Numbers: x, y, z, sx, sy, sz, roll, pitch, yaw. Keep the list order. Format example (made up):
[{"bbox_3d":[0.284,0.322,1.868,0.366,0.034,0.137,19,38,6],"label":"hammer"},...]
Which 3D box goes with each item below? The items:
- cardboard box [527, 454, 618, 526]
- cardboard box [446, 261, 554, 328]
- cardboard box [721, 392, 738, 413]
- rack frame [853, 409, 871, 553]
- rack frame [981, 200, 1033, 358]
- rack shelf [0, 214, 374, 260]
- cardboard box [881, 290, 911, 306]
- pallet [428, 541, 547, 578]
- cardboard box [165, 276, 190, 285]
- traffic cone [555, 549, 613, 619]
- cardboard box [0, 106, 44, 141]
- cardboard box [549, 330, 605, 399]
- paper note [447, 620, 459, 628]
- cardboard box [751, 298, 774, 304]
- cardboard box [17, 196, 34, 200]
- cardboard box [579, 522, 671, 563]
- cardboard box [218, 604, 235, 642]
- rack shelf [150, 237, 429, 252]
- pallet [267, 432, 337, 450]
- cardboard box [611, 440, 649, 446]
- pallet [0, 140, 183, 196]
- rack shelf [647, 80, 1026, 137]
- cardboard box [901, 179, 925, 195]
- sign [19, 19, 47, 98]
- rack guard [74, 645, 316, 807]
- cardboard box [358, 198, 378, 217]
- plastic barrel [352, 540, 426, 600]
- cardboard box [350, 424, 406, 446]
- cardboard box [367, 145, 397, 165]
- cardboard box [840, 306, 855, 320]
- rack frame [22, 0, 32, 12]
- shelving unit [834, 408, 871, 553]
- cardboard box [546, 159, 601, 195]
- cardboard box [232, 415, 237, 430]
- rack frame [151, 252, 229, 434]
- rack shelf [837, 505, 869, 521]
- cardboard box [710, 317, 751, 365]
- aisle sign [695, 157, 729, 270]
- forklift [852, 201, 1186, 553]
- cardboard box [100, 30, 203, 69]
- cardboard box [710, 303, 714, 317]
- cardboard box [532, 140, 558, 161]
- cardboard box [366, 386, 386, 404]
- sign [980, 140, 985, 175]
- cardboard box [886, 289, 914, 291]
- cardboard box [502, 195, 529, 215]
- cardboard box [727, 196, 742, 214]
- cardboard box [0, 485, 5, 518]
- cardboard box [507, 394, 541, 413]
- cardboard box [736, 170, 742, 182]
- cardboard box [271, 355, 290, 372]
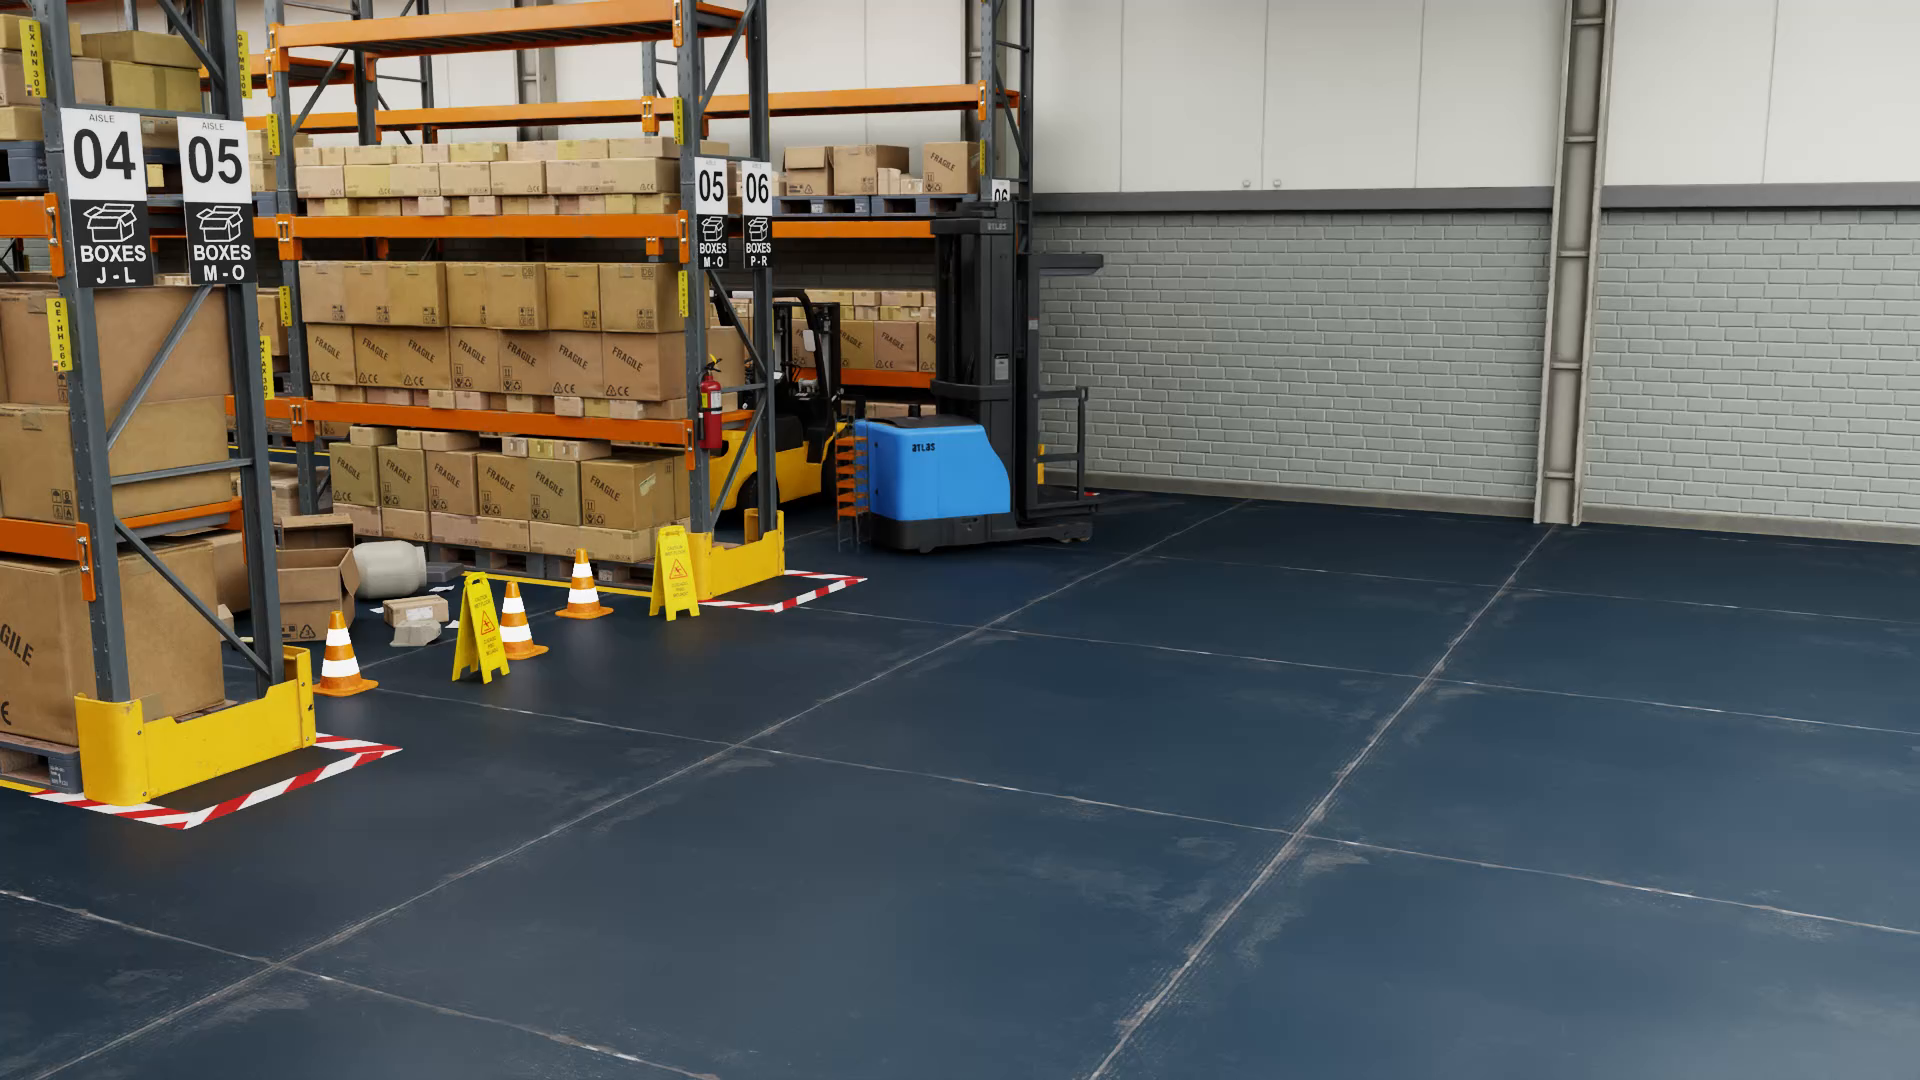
[{"bbox_3d":[-3.023,-0.412,13.018,0.500,0.500,0.500,6,12,28],"label":"cardboard box"},{"bbox_3d":[-3.613,-1.946,13.137,0.500,0.500,0.700,5,11,25],"label":"cardboard box"},{"bbox_3d":[-1.932,-1.063,12.887,0.250,0.149,0.380,5,11,26],"label":"cardboard box"},{"bbox_3d":[-0.828,-0.499,14.096,0.006,1.200,0.240,4,12,25],"label":"rack frame"},{"bbox_3d":[0.474,-1.920,16.916,0.127,3.000,1.000,5,11,26],"label":"rack frame"},{"bbox_3d":[-7.100,-2.722,14.943,4.000,0.370,1.077,5,11,26],"label":"rack shelf"},{"bbox_3d":[-0.613,-2.492,17.137,0.250,0.149,0.380,5,11,26],"label":"cardboard box"},{"bbox_3d":[-3.590,0.073,13.733,1.213,0.211,1.003,5,11,26],"label":"pallet"},{"bbox_3d":[-6.701,-2.234,14.534,0.250,0.149,0.380,4,11,23],"label":"cardboard box"},{"bbox_3d":[-2.676,0.294,11.809,0.334,0.463,0.336,5,11,26],"label":"traffic cone"},{"bbox_3d":[-4.267,-1.909,7.676,0.250,0.149,0.380,5,11,26],"label":"cardboard box"},{"bbox_3d":[-2.775,-1.361,12.714,0.500,0.500,0.500,5,11,26],"label":"cardboard box"},{"bbox_3d":[-3.448,0.578,11.453,0.142,0.019,0.148,1,10,6],"label":"paper note"},{"bbox_3d":[-2.022,-2.600,17.734,0.250,0.149,0.380,5,11,25],"label":"cardboard box"},{"bbox_3d":[-8.457,-3.095,15.364,0.258,0.266,0.396,5,11,26],"label":"cardboard box"},{"bbox_3d":[-2.585,-0.003,12.866,0.500,0.250,0.500,5,11,26],"label":"cardboard box"},{"bbox_3d":[-5.050,0.543,10.984,0.258,0.266,0.396,7,13,36],"label":"cardboard box"},{"bbox_3d":[-8.494,-3.830,21.067,4.000,0.370,1.077,5,11,26],"label":"rack shelf"},{"bbox_3d":[-8.444,-1.339,21.538,1.213,0.211,1.003,5,11,26],"label":"pallet"},{"bbox_3d":[-3.586,-1.313,19.049,0.625,0.625,0.875,6,12,28],"label":"cardboard box"},{"bbox_3d":[-4.489,-1.818,8.176,1.213,0.211,1.003,5,11,26],"label":"pallet"},{"bbox_3d":[-1.320,-4.479,17.352,4.000,0.370,1.077,5,11,26],"label":"rack shelf"},{"bbox_3d":[-0.404,-3.545,16.717,0.250,0.149,0.380,5,11,24],"label":"cardboard box"},{"bbox_3d":[-4.072,-2.116,7.310,0.005,0.325,0.100,5,11,26],"label":"sign"},{"bbox_3d":[-3.797,0.904,8.334,0.348,0.500,1.175,5,11,26],"label":"rack guard"},{"bbox_3d":[-4.654,-2.699,13.505,0.250,0.149,0.380,5,11,26],"label":"cardboard box"},{"bbox_3d":[-4.242,0.220,12.327,0.512,0.421,0.421,-4,11,-23],"label":"plastic barrel"},{"bbox_3d":[-4.811,-0.875,13.756,0.250,0.149,0.380,5,11,27],"label":"cardboard box"},{"bbox_3d":[-4.466,-3.047,13.186,0.250,0.149,0.380,5,11,25],"label":"cardboard box"},{"bbox_3d":[-1.123,-2.368,17.290,0.250,0.149,0.380,5,11,26],"label":"cardboard box"},{"bbox_3d":[-8.894,-4.709,15.483,0.127,3.000,1.000,5,11,26],"label":"rack frame"},{"bbox_3d":[-0.910,-0.505,14.135,0.189,1.200,0.258,4,12,25],"label":"shelving unit"},{"bbox_3d":[-2.742,-2.715,12.471,0.500,0.250,0.500,5,11,25],"label":"cardboard box"},{"bbox_3d":[-9.026,-1.688,21.472,0.500,0.500,0.500,5,11,24],"label":"cardboard box"},{"bbox_3d":[-10.288,-2.866,22.140,0.127,3.000,1.000,5,11,26],"label":"rack frame"},{"bbox_3d":[-0.906,-0.226,14.188,0.180,0.103,0.258,4,12,25],"label":"rack shelf"},{"bbox_3d":[-2.357,-2.169,18.013,0.500,0.500,0.500,5,12,27],"label":"cardboard box"},{"bbox_3d":[-1.792,-2.355,12.019,0.004,0.787,0.394,5,11,26],"label":"aisle sign"},{"bbox_3d":[0.596,-1.493,14.752,3.031,2.935,1.130,-5,12,-27],"label":"forklift"},{"bbox_3d":[-3.977,-2.406,8.186,0.250,0.149,0.380,5,11,26],"label":"cardboard box"},{"bbox_3d":[-2.711,-2.516,18.108,0.250,0.149,0.380,5,12,27],"label":"cardboard box"},{"bbox_3d":[-3.025,-2.943,12.615,0.250,0.149,0.380,5,11,26],"label":"cardboard box"},{"bbox_3d":[-4.665,-1.215,13.725,0.250,0.149,0.380,5,11,26],"label":"cardboard box"},{"bbox_3d":[0.221,-3.707,16.104,0.005,0.325,0.100,5,11,26],"label":"sign"},{"bbox_3d":[-0.659,-2.578,17.617,0.250,0.149,0.380,5,12,28],"label":"cardboard box"},{"bbox_3d":[-3.299,-2.568,12.780,0.250,0.149,0.380,5,11,24],"label":"cardboard box"},{"bbox_3d":[-1.873,-2.557,12.720,0.250,0.149,0.380,5,11,26],"label":"cardboard box"},{"bbox_3d":[-4.675,-0.464,8.450,0.550,0.550,0.875,5,11,26],"label":"cardboard box"},{"bbox_3d":[-3.327,-1.088,13.025,0.250,0.149,0.380,5,11,25],"label":"cardboard box"},{"bbox_3d":[-2.475,-3.819,17.775,0.500,0.311,0.500,5,12,27],"label":"cardboard box"},{"bbox_3d":[-5.890,-1.522,14.241,0.250,0.149,0.380,5,11,27],"label":"cardboard box"}]
